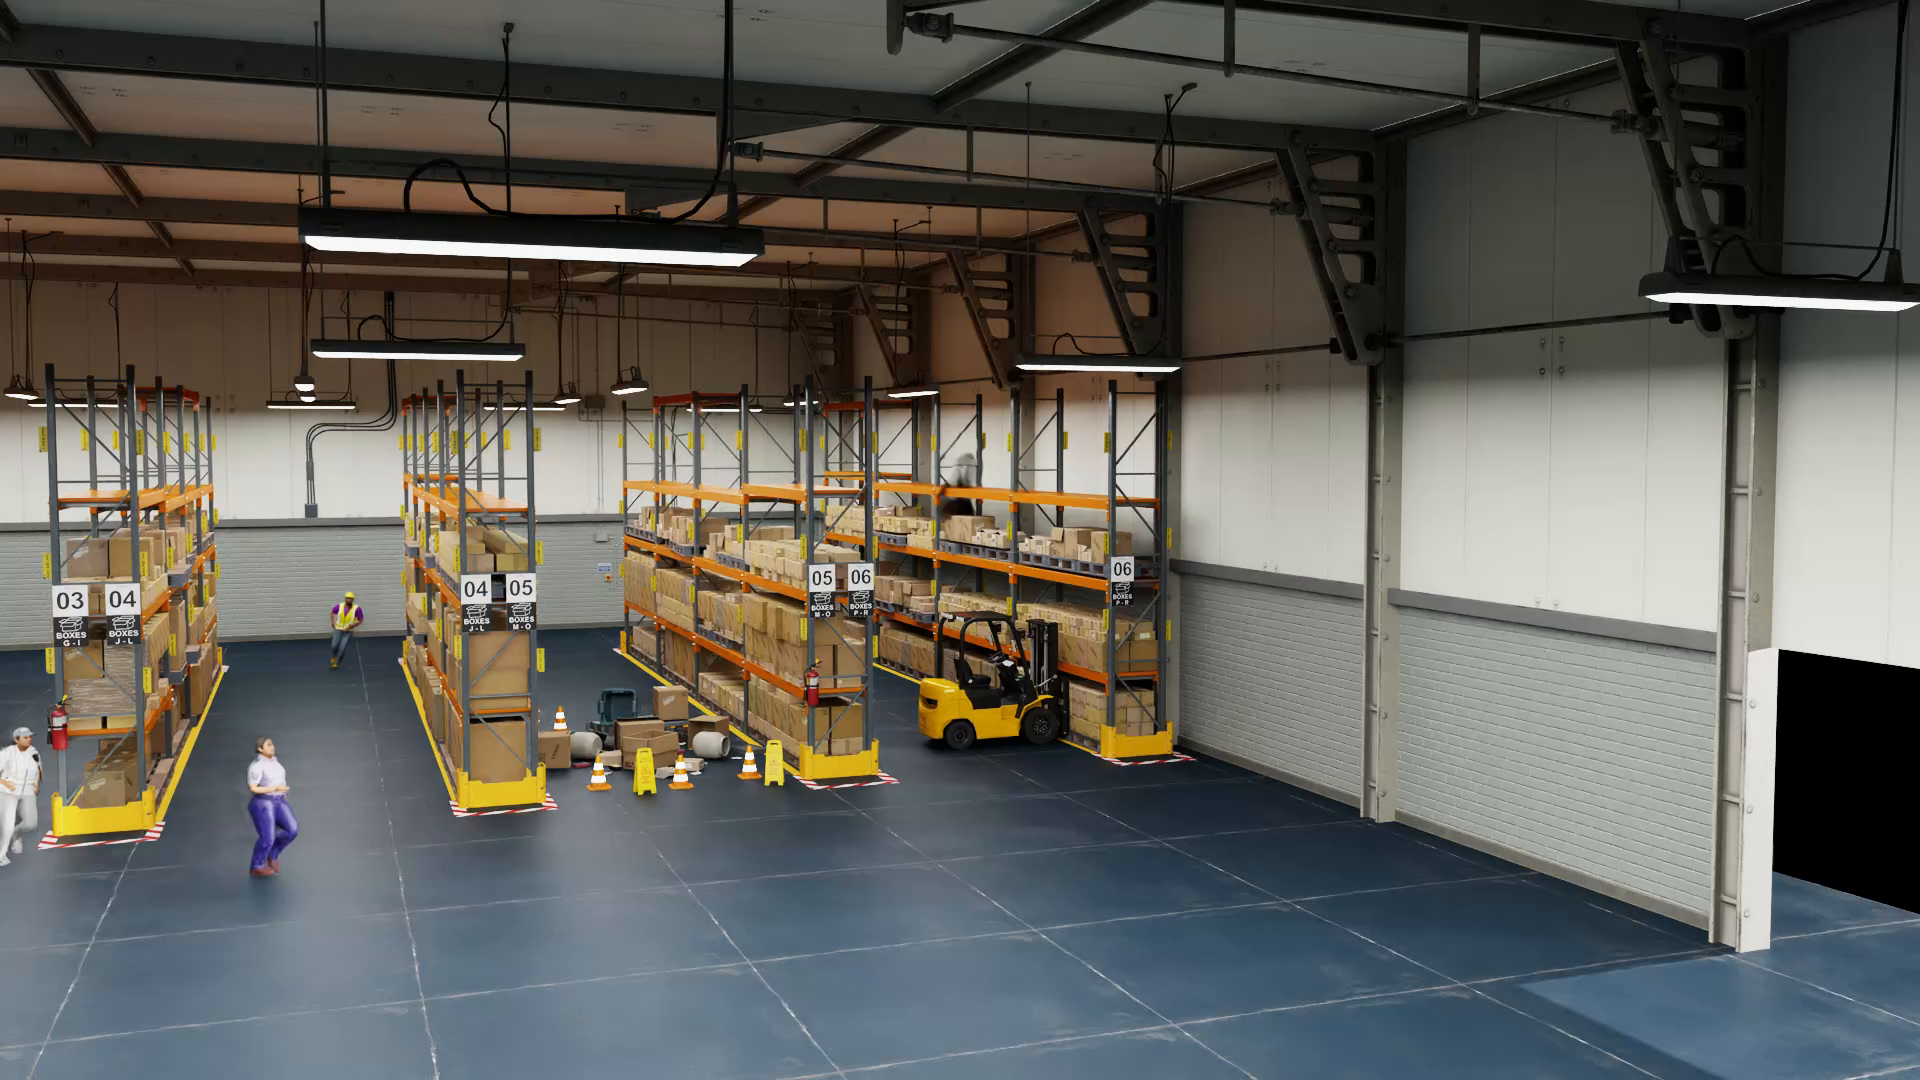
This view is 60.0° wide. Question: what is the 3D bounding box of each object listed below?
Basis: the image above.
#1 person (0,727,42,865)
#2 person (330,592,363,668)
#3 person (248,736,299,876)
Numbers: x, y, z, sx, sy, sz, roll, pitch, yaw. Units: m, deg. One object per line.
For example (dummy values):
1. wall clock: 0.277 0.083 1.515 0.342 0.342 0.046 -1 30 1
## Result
1. person: -11.287 3.047 19.968 0.478 1.592 0.609 3 4 38
2. person: -13.663 2.002 36.979 0.758 1.691 0.584 -1 3 -10
3. person: -7.916 3.071 19.168 0.590 1.627 0.589 1 3 14
